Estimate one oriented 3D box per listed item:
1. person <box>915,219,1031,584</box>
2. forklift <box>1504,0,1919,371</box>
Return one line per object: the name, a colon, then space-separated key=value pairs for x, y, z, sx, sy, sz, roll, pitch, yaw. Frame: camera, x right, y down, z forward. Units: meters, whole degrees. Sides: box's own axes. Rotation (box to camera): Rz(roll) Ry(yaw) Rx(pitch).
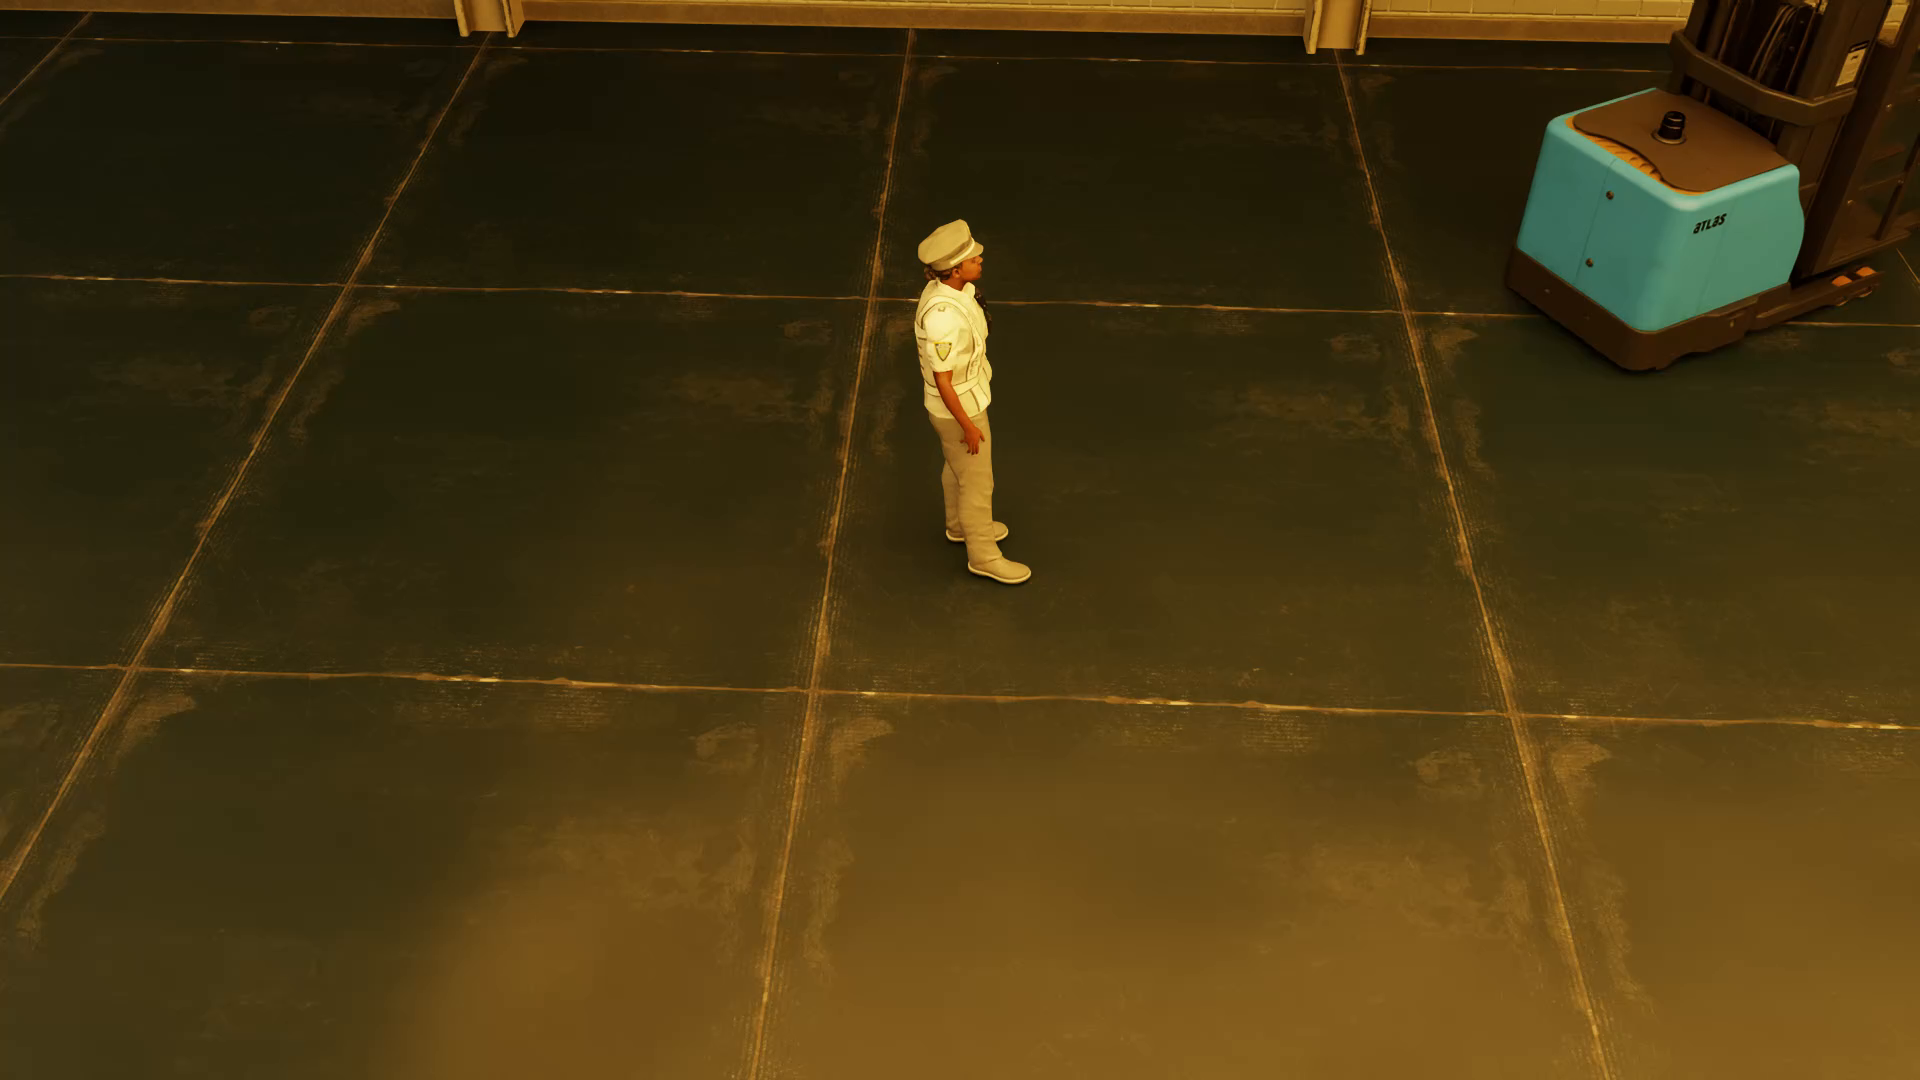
person: x=0.074 y=-0.615 z=7.323 sx=0.530 sy=1.695 sz=0.569 roll=2 pitch=42 yaw=2
forklift: x=4.626 y=-2.691 z=8.690 sx=3.031 sy=2.935 sz=1.130 roll=-20 pitch=46 yaw=-20
